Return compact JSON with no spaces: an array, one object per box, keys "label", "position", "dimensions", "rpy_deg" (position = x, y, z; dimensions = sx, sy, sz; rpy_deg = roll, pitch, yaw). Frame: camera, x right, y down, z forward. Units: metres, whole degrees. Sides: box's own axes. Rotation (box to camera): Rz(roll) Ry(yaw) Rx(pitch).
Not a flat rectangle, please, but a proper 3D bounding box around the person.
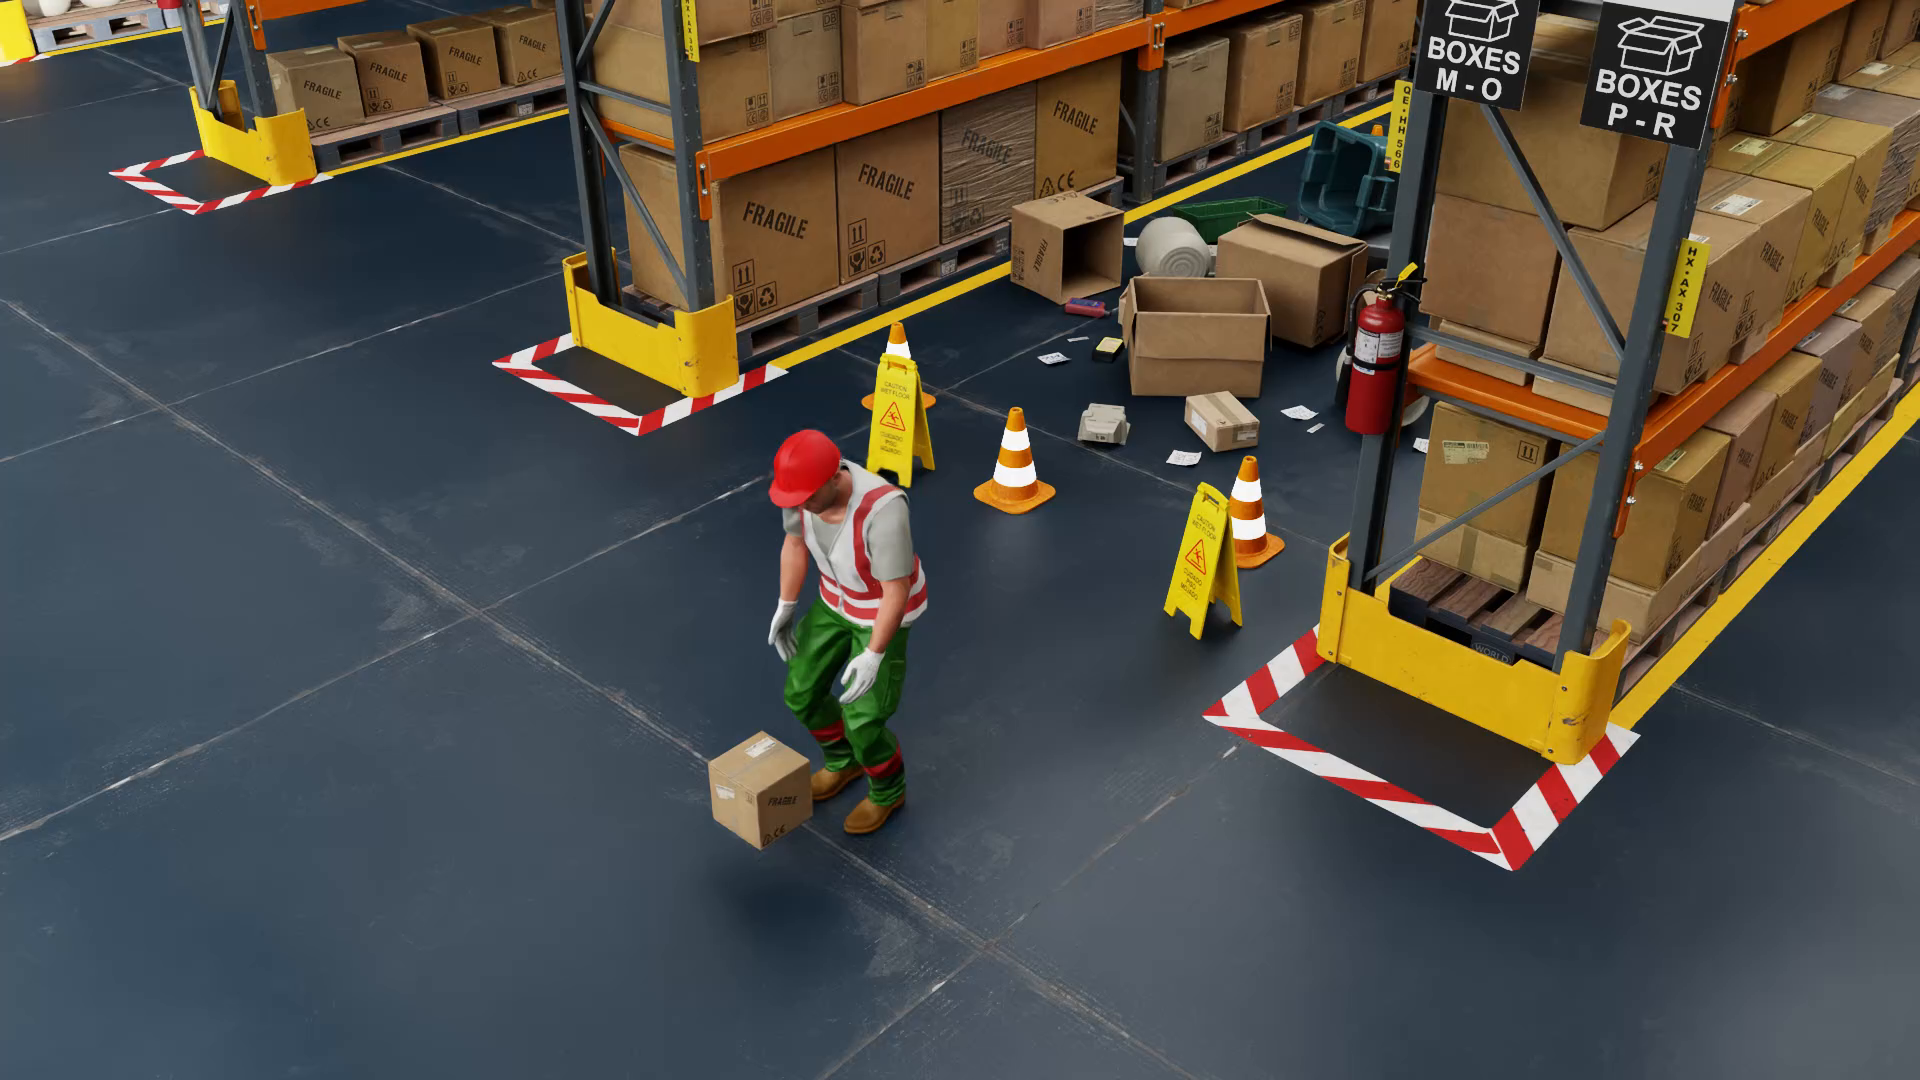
[{"label":"person","position":[-0.383,0.296,5.778],"dimensions":[0.568,1.627,0.602],"rpy_deg":[26,40,36]}]
